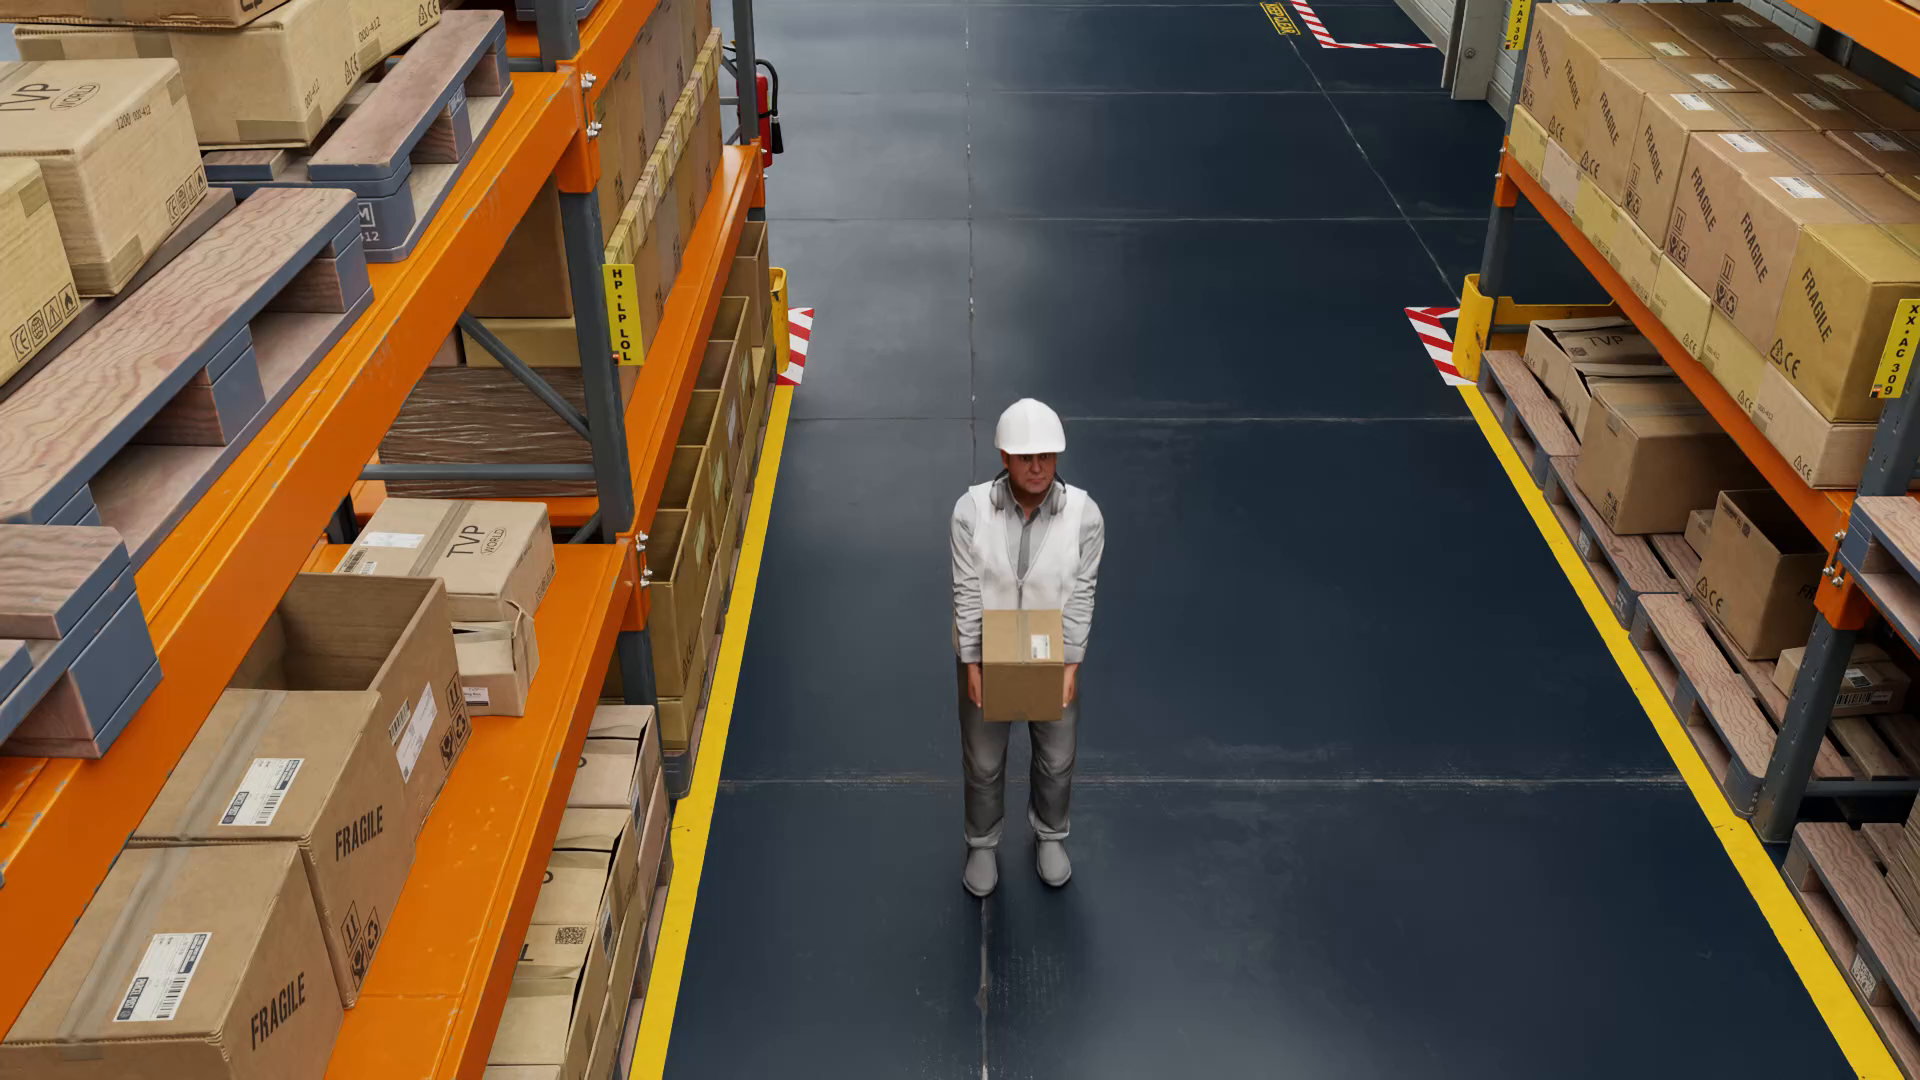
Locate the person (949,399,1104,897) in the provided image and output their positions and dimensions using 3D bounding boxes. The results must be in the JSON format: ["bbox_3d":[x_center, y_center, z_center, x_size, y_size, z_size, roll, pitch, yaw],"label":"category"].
[{"bbox_3d":[0.212,0.413,5.440,0.494,1.762,0.556,0,31,0],"label":"person"}]
